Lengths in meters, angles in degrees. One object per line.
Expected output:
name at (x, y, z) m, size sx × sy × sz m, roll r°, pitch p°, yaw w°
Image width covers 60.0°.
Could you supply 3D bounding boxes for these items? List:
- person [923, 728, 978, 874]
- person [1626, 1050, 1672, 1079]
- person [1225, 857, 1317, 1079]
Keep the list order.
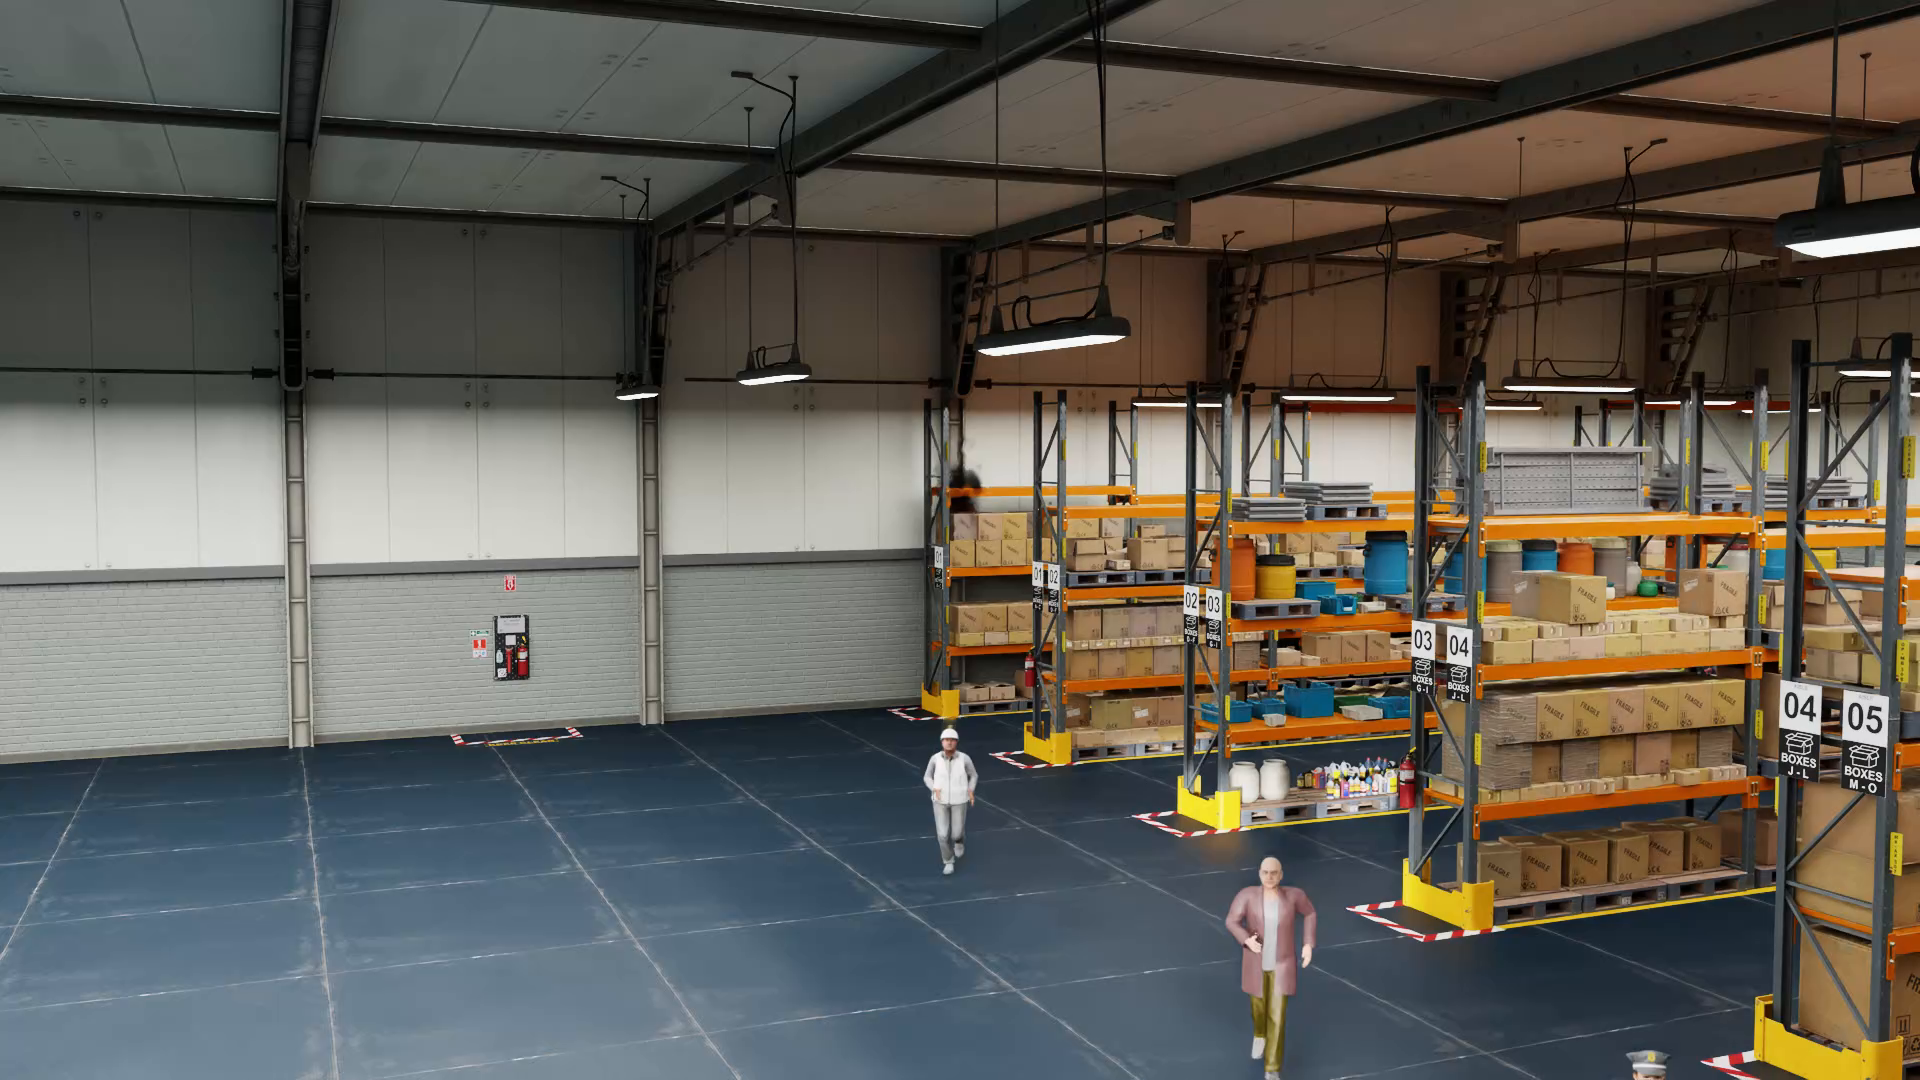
person at (-0.115, 3.131, 19.994) m, size 0.660 × 1.729 × 0.580 m, roll 0°, pitch 3°, yaw 2°
person at (3.942, 3.753, 9.576) m, size 0.596 × 1.742 × 0.775 m, roll 1°, pitch 4°, yaw 20°
person at (2.531, 3.470, 13.559) m, size 0.732 × 1.807 × 0.947 m, roll 1°, pitch 3°, yaw 15°
